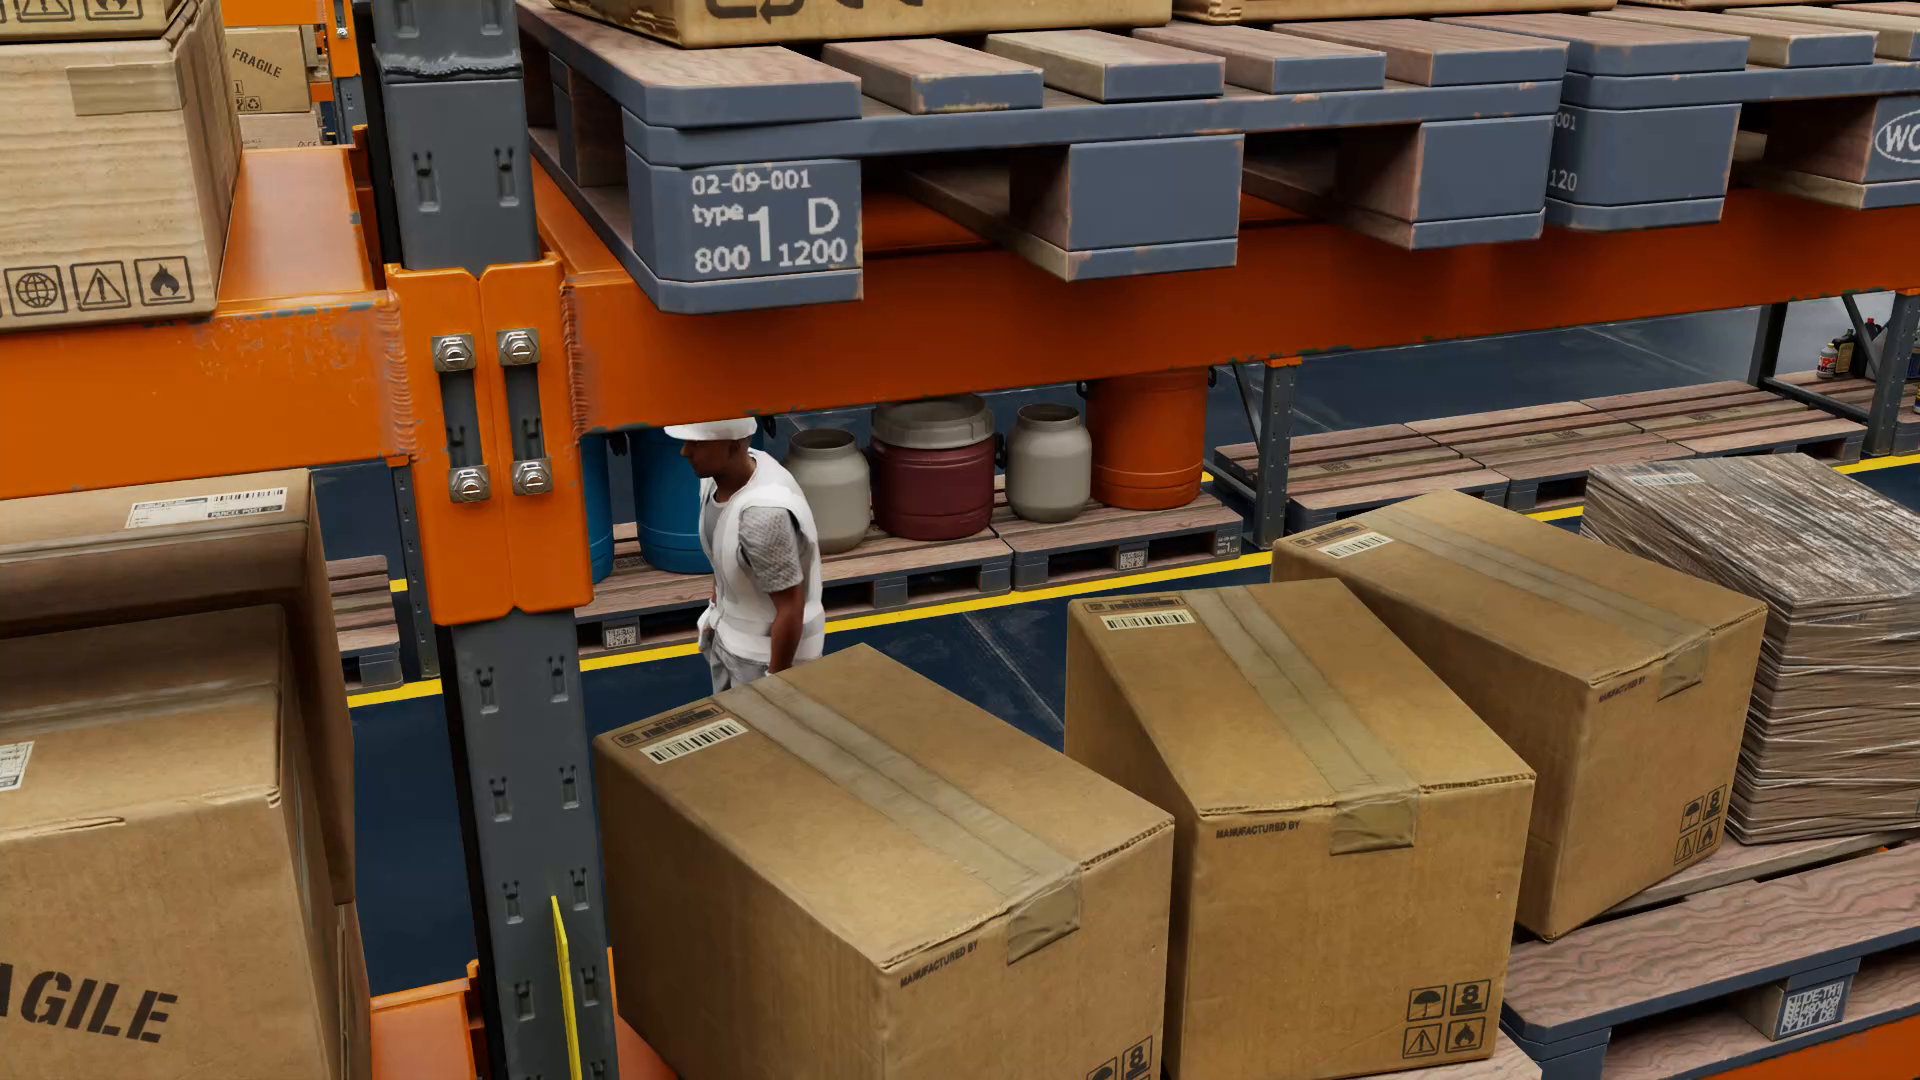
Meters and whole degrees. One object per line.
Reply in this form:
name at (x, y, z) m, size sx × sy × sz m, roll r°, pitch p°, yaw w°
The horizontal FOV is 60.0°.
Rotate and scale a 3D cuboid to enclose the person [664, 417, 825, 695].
person at (-0.666, 0.343, 5.240) m, size 0.446 × 1.775 × 0.629 m, roll -10°, pitch 24°, yaw -22°
